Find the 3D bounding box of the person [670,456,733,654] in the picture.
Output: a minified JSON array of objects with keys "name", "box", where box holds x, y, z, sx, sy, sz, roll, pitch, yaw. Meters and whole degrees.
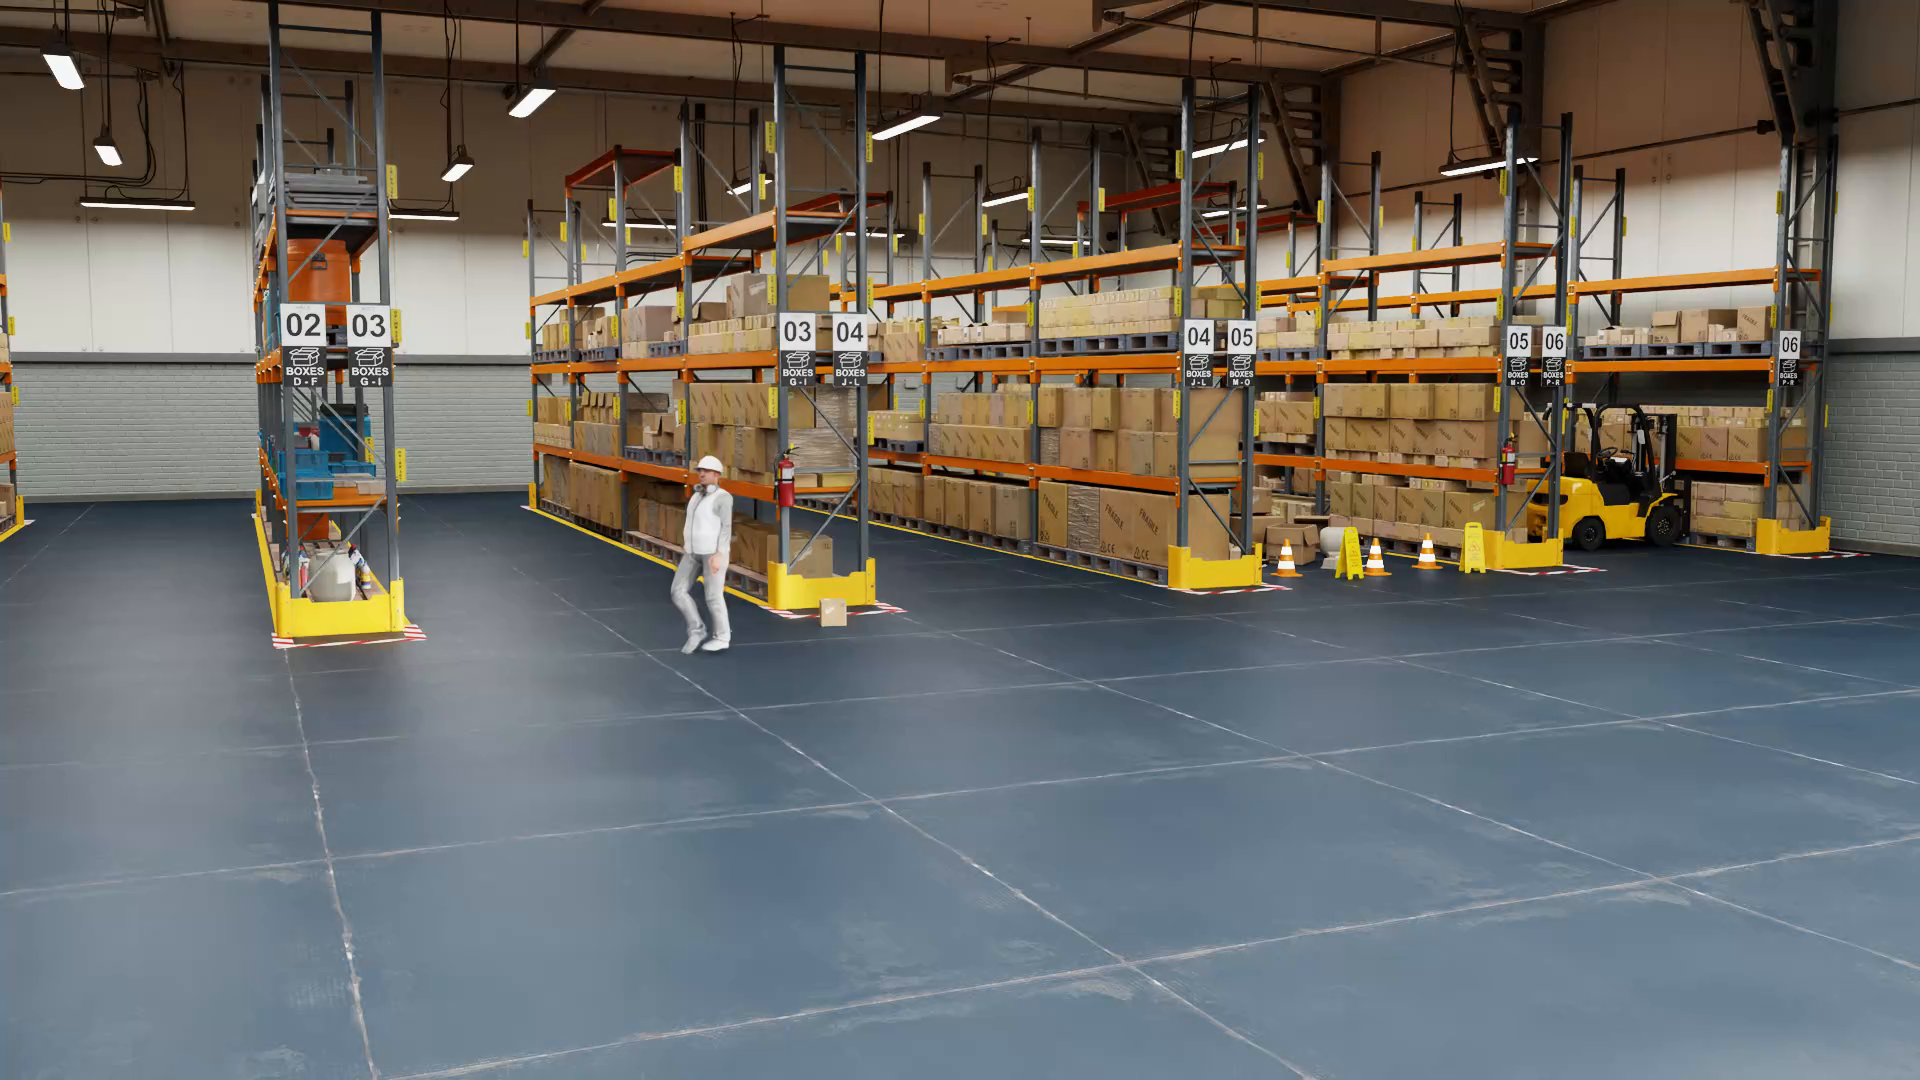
[{"name":"person","box":[-2.320,0.147,15.020,0.566,1.806,0.512,4,7,38]}]
